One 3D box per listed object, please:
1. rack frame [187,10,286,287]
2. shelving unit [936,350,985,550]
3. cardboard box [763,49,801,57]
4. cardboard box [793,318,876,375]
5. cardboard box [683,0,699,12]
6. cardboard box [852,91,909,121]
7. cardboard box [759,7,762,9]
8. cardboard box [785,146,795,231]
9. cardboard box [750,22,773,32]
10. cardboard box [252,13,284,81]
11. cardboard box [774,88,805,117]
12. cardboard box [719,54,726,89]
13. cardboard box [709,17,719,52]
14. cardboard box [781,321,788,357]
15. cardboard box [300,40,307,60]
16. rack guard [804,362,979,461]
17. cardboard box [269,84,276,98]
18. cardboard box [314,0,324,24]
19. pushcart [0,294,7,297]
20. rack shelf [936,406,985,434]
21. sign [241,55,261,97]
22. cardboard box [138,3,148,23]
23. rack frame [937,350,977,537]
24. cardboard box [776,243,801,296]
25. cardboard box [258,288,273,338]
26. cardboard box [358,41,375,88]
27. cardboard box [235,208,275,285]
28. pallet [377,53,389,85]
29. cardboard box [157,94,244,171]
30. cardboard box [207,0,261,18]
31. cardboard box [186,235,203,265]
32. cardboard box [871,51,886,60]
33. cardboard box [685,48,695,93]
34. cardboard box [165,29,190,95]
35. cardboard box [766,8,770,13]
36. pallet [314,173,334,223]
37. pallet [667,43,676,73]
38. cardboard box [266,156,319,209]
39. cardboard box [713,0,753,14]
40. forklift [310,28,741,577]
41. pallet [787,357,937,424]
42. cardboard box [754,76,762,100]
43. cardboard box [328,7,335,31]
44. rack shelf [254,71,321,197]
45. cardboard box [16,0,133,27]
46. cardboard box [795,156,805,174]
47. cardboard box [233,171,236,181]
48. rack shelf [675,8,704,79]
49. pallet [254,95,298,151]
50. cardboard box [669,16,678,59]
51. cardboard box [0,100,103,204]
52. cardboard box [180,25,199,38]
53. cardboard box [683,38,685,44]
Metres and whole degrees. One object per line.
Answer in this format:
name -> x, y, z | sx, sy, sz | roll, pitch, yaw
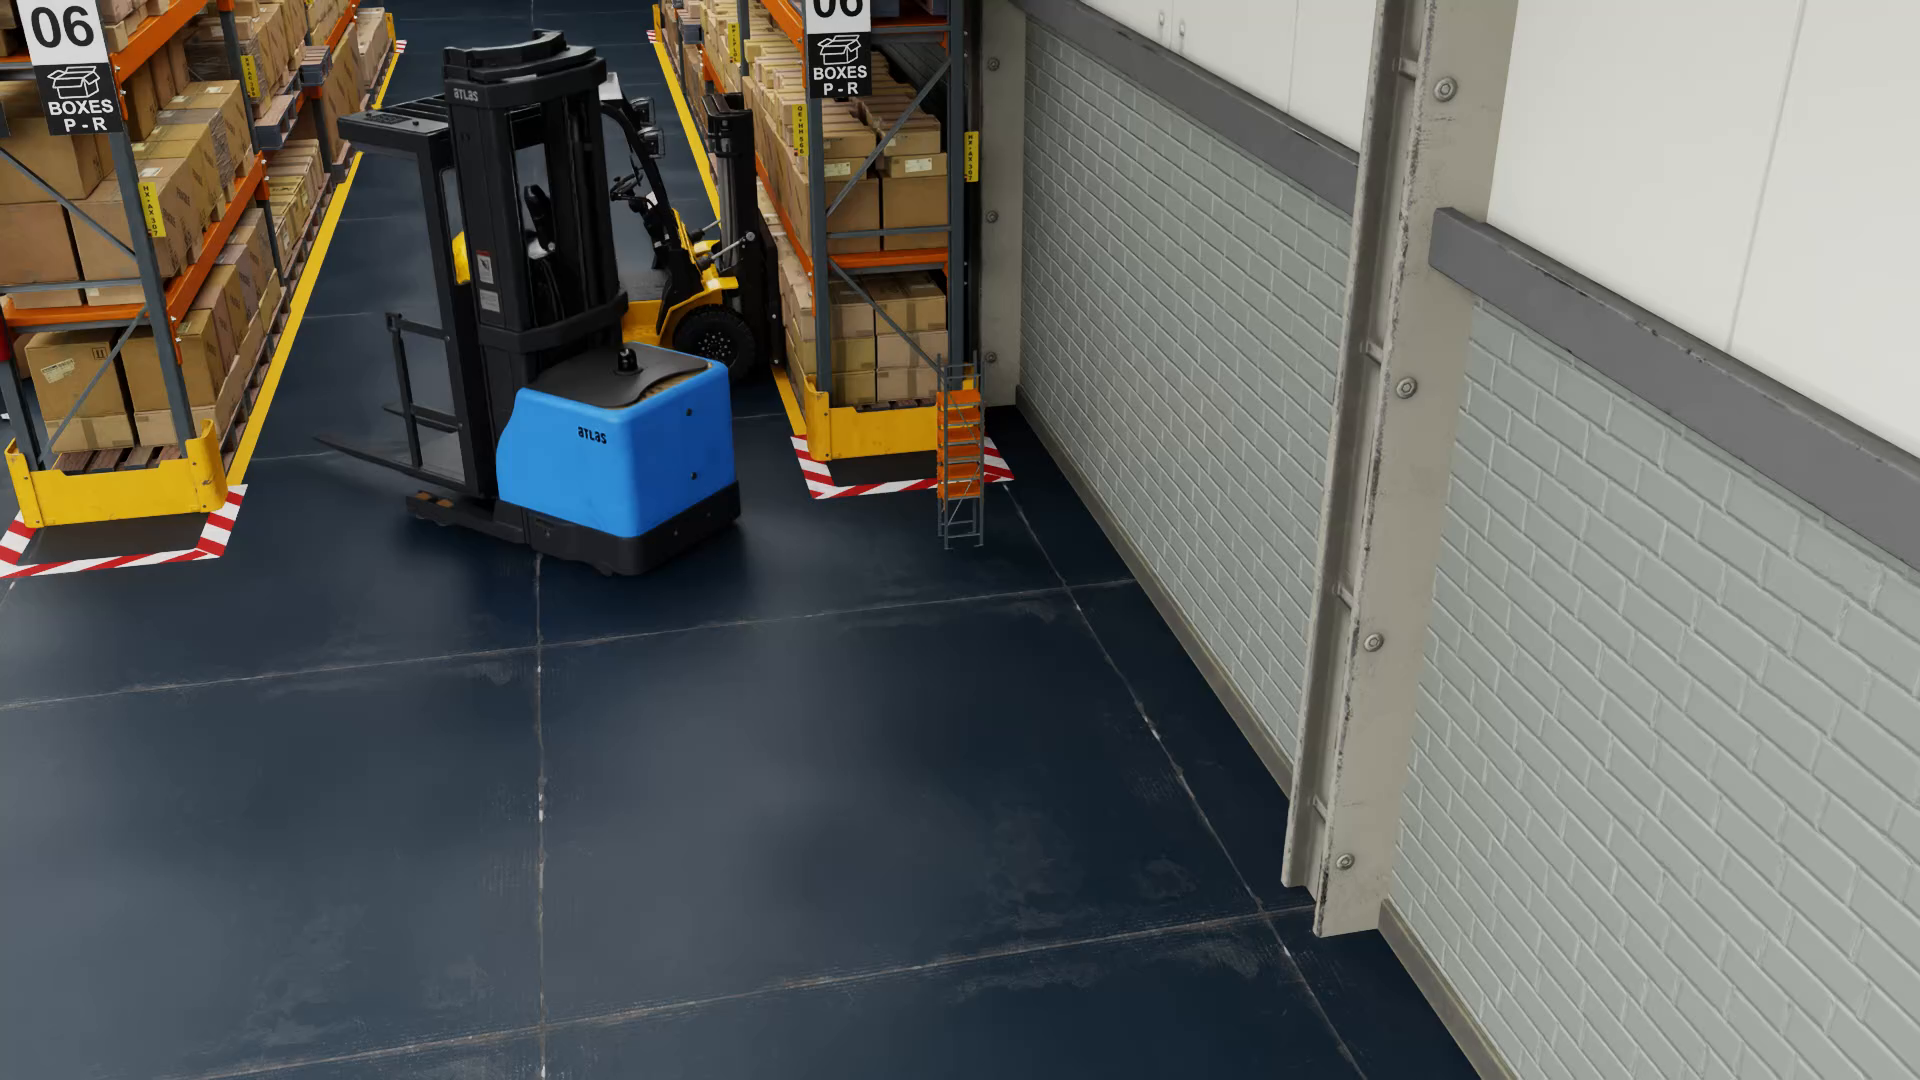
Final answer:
rack frame -> -6.209, -3.266, 13.391 | 1.000, 3.000, 0.127 | -6, 27, -12
shelving unit -> 0.003, -0.529, 9.967 | 0.258, 1.200, 0.189 | -6, 27, -12
cardboard box -> -1.378, -3.852, 13.391 | 0.380, 0.149, 0.250 | -6, 27, -13
cardboard box -> -0.887, -1.380, 11.686 | 0.500, 0.250, 0.500 | -6, 27, -12
cardboard box -> -2.829, -6.078, 18.663 | 0.500, 0.250, 0.500 | -7, 28, -14
cardboard box -> -0.565, -3.107, 11.917 | 0.380, 0.149, 0.250 | -5, 27, -10
cardboard box -> -1.787, -5.290, 17.014 | 0.500, 0.250, 0.500 | -6, 27, -11
cardboard box -> -0.947, -2.478, 11.719 | 0.500, 0.500, 0.500 | -5, 27, -10
cardboard box -> -1.933, -4.680, 15.363 | 0.380, 0.149, 0.250 | -7, 28, -13
cardboard box -> -6.247, -4.304, 14.540 | 0.500, 0.500, 0.500 | -6, 27, -12
cardboard box -> -1.144, -3.168, 12.037 | 0.380, 0.149, 0.250 | -5, 27, -11
cardboard box -> -2.067, -4.566, 16.134 | 0.500, 0.250, 0.500 | -5, 27, -10
cardboard box -> -2.201, -5.012, 16.463 | 0.500, 0.250, 0.500 | -7, 28, -13
cardboard box -> -1.093, -1.589, 12.655 | 0.500, 0.250, 0.500 | -6, 27, -11
cardboard box -> -6.576, -4.760, 16.165 | 0.380, 0.149, 0.250 | -6, 27, -12
rack guard -> -0.467, -0.889, 11.456 | 1.175, 0.500, 0.348 | -6, 27, -12
cardboard box -> -6.229, -3.960, 14.579 | 0.380, 0.149, 0.250 | -6, 27, -11
cardboard box -> -7.100, -5.652, 17.731 | 0.500, 0.250, 0.500 | -5, 27, -10
pushcart -> -8.419, -1.841, 13.480 | 1.648, 0.377, 0.936 | -16, 31, -29
rack shelf -> 0.003, -0.704, 9.879 | 0.258, 0.103, 0.180 | -6, 27, -12
sign -> -5.682, -3.710, 13.312 | 0.100, 0.325, 0.005 | -6, 27, -12
cardboard box -> -5.382, -3.363, 10.535 | 0.380, 0.149, 0.250 | -7, 28, -13
rack frame -> -0.017, -0.569, 10.047 | 0.240, 1.200, 0.006 | -6, 27, -12
cardboard box -> -1.124, -2.036, 12.431 | 0.500, 0.250, 0.500 | -6, 27, -11
cardboard box -> -5.684, -1.761, 12.995 | 0.500, 0.250, 0.500 | -7, 28, -13
cardboard box -> -8.049, -6.108, 21.399 | 0.875, 0.438, 0.875 | -6, 27, -12
cardboard box -> -5.814, -2.328, 13.286 | 0.500, 0.500, 0.500 | -6, 27, -12
pallet -> -8.386, -6.411, 22.718 | 1.003, 0.211, 1.213 | -6, 27, -12
cardboard box -> -5.744, -3.048, 12.518 | 0.500, 0.500, 0.500 | -5, 27, -10
cardboard box -> -6.316, -4.629, 14.465 | 0.380, 0.149, 0.250 | -4, 27, -9
cardboard box -> -5.247, -1.918, 10.999 | 0.380, 0.149, 0.250 | -6, 27, -11
cardboard box -> -0.802, -3.796, 13.281 | 0.380, 0.149, 0.250 | -6, 27, -13
cardboard box -> -3.158, -5.887, 20.892 | 0.500, 0.500, 0.500 | -6, 27, -12
cardboard box -> -6.321, -3.674, 12.650 | 0.700, 0.500, 0.500 | -6, 27, -12
cardboard box -> -1.732, -5.292, 16.576 | 0.380, 0.149, 0.250 | -6, 27, -12
pallet -> -6.936, -3.433, 16.818 | 1.003, 0.211, 1.213 | -6, 27, -12
pallet -> -3.609, -6.876, 23.640 | 1.003, 0.211, 1.213 | -6, 27, -12
cardboard box -> -6.819, -3.464, 16.234 | 0.950, 0.372, 0.625 | -6, 27, -13
cardboard box -> -2.275, -5.351, 16.692 | 0.380, 0.149, 0.250 | -6, 27, -11
forklift -> -2.896, -1.578, 10.124 | 3.031, 2.935, 1.130 | 16, 31, 28
pallet -> -0.686, -1.102, 12.199 | 1.003, 0.211, 1.213 | -6, 27, -12
cardboard box -> -1.429, -3.598, 13.218 | 0.380, 0.149, 0.250 | -5, 27, -10
cardboard box -> -7.336, -5.866, 18.709 | 0.500, 0.250, 0.500 | -6, 27, -12
rack shelf -> -6.660, -3.822, 15.292 | 1.077, 0.370, 4.000 | -6, 27, -12
cardboard box -> -5.162, -3.162, 9.694 | 0.500, 0.250, 0.500 | -6, 27, -13
cardboard box -> -0.910, -2.582, 11.206 | 0.380, 0.149, 0.250 | -6, 27, -11
cardboard box -> -5.794, -2.812, 12.771 | 0.380, 0.149, 0.250 | -6, 27, -11
rack shelf -> -2.726, -6.084, 19.773 | 1.077, 0.370, 4.000 | -6, 27, -12
pallet -> -6.240, -3.530, 14.128 | 1.003, 0.211, 1.213 | -6, 27, -12
cardboard box -> -3.644, -6.998, 23.093 | 0.700, 0.500, 0.500 | -7, 28, -14
cardboard box -> -5.636, -2.335, 9.997 | 0.700, 0.500, 0.500 | -7, 28, -13
cardboard box -> -6.650, -4.027, 13.993 | 0.500, 0.500, 0.500 | -6, 27, -11
cardboard box -> -3.355, -6.460, 21.308 | 0.380, 0.149, 0.250 | -5, 27, -9
